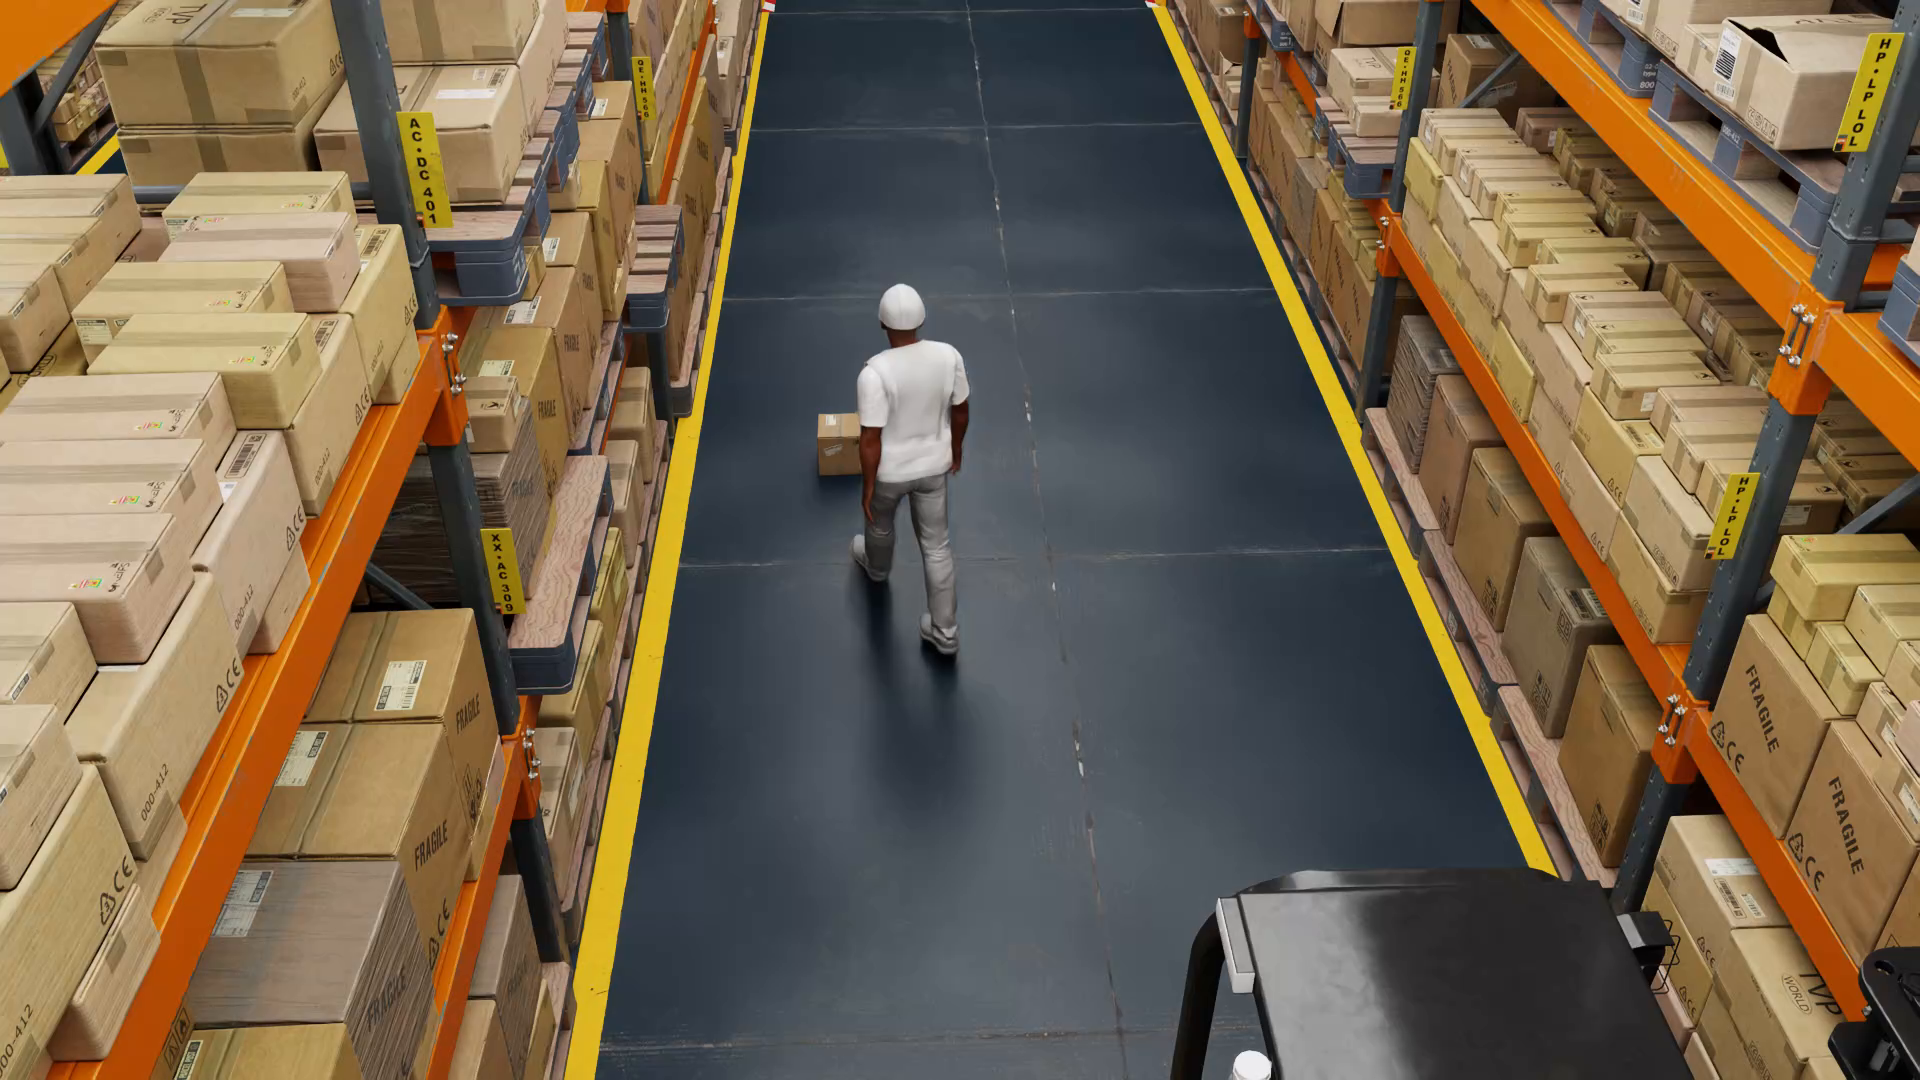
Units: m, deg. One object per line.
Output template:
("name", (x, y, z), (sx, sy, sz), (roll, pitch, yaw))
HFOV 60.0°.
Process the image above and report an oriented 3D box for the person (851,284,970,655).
("person", (-0.230, -0.385, 7.748), (0.593, 1.717, 1.037), (-12, 37, -16))
